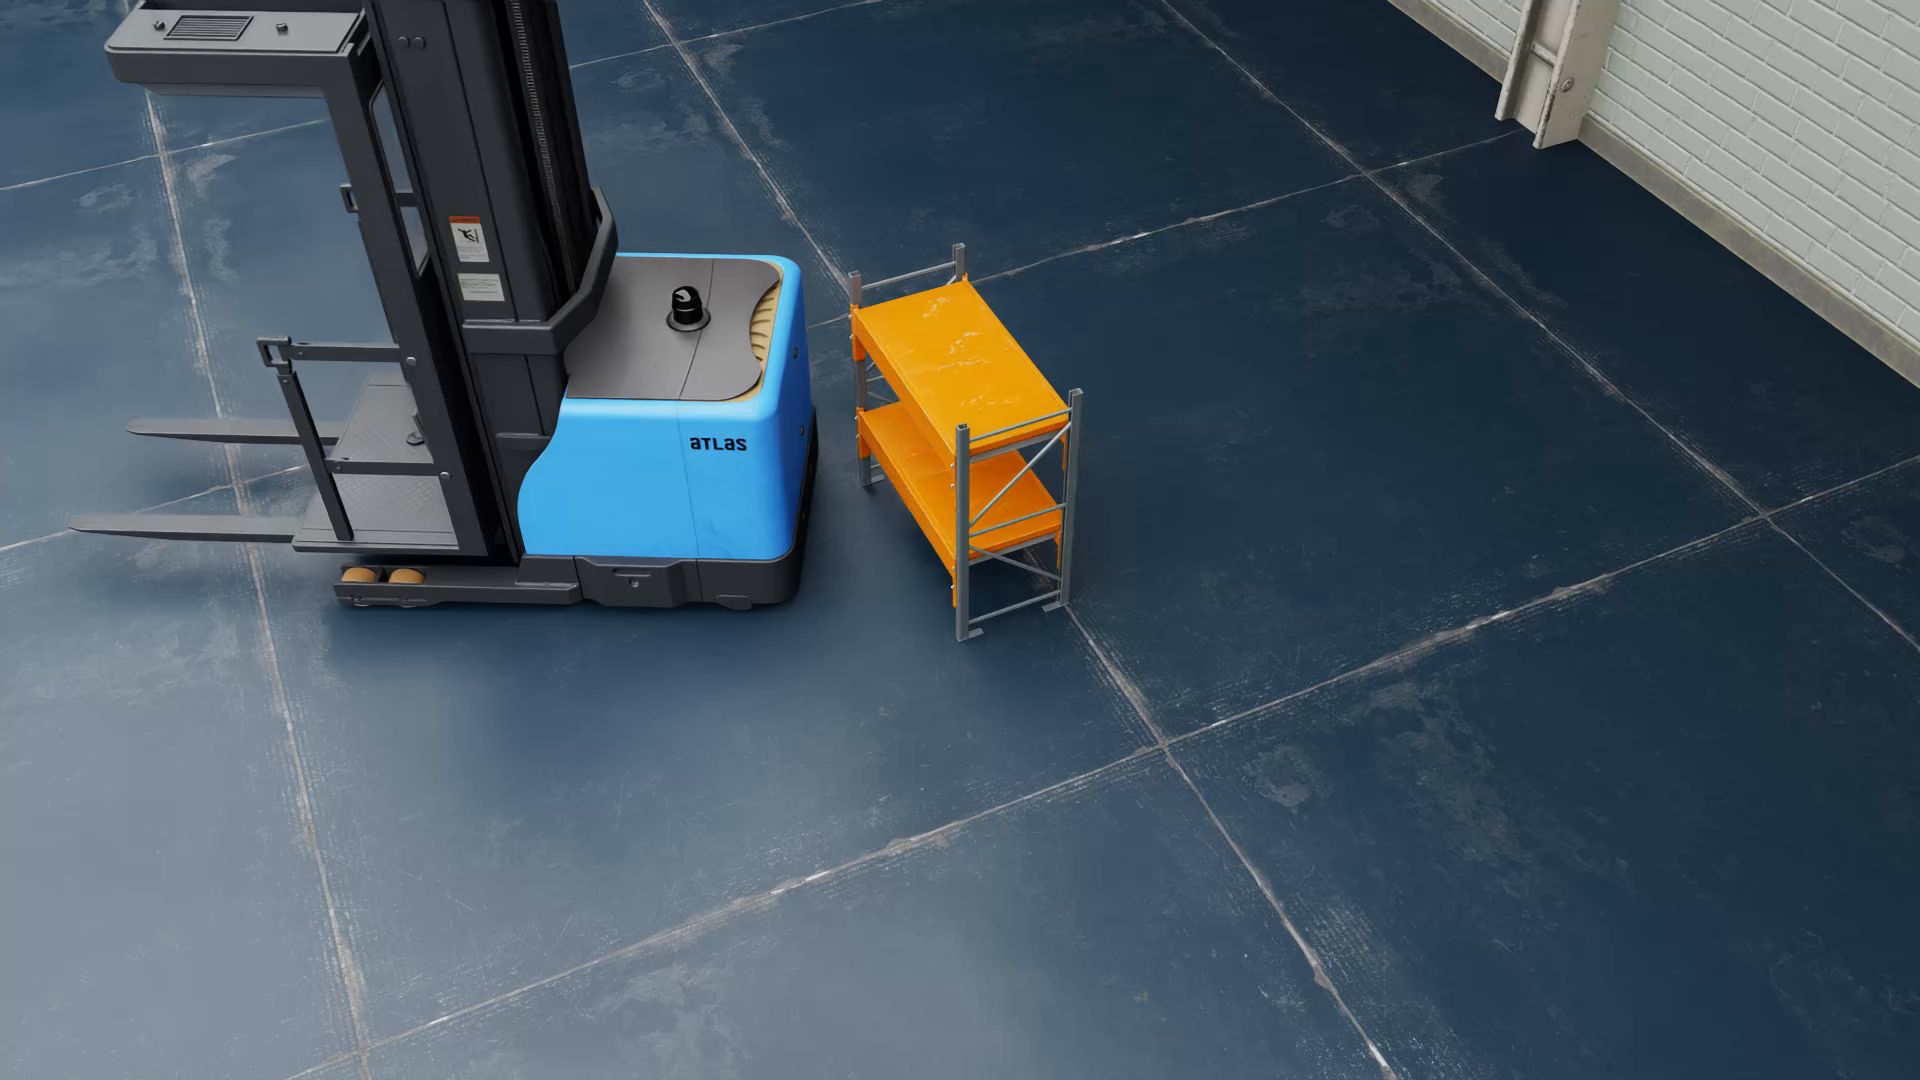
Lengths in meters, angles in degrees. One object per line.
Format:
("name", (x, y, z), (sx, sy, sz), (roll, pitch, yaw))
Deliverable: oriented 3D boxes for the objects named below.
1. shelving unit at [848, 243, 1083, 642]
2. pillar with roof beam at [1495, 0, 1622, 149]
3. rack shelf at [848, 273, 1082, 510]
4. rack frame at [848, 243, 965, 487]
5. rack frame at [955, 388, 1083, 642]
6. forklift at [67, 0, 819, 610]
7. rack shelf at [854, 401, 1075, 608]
("shelving unit", (0.003, -0.396, 6.719), (0.538, 1.125, 1.048), (-18, 47, -17))
("pillar with roof beam", (-0.600, -4.299, 5.069), (9.100, 9.000, 0.400), (-18, 47, -17))
("rack shelf", (0.003, -0.604, 6.514), (0.538, 0.278, 1.000), (-18, 47, -17))
("rack frame", (-0.211, -0.720, 7.048), (0.500, 1.125, 0.032), (-18, 47, -17))
("rack frame", (0.217, -0.072, 6.391), (0.500, 1.125, 0.032), (-18, 47, -17))
("forklift", (-2.160, -1.136, 6.183), (3.031, 2.935, 1.130), (1, 45, 1))
("rack shelf", (0.003, -0.222, 6.891), (0.538, 0.278, 1.000), (-18, 47, -17))
